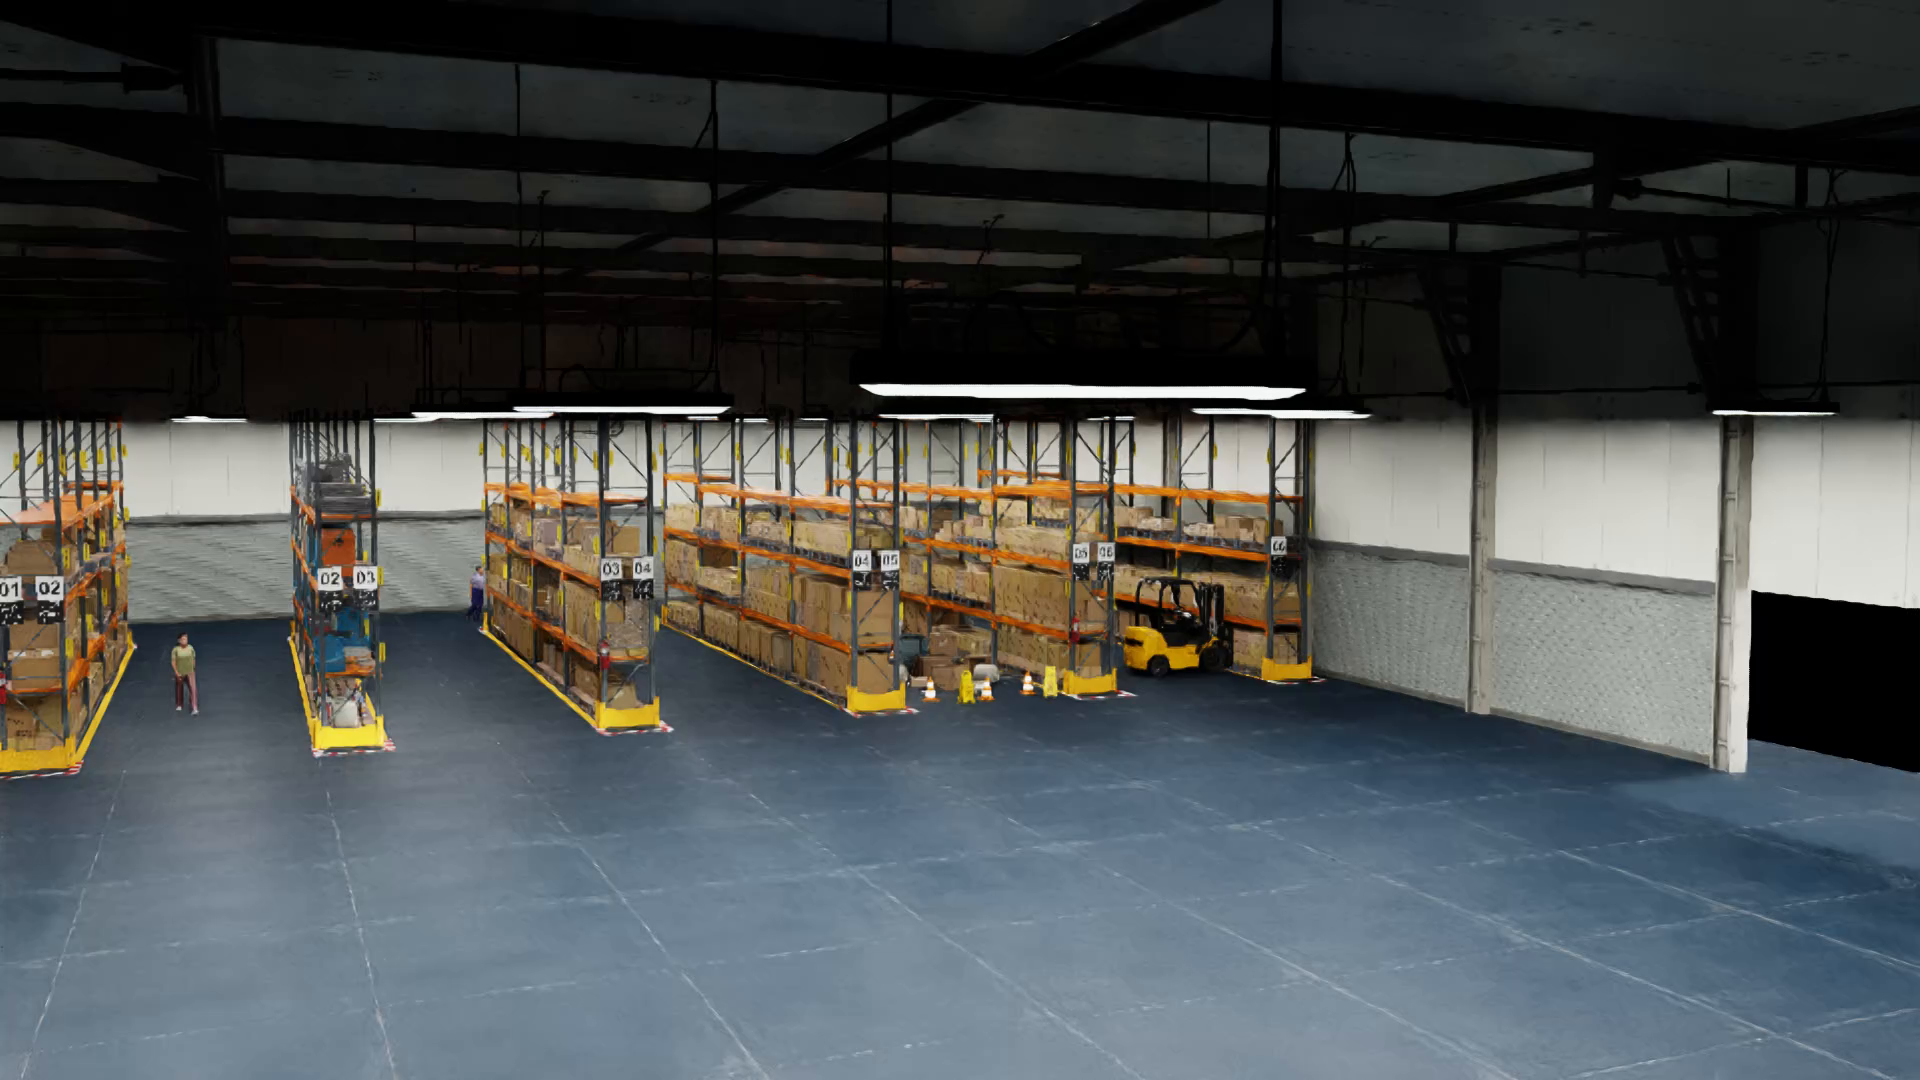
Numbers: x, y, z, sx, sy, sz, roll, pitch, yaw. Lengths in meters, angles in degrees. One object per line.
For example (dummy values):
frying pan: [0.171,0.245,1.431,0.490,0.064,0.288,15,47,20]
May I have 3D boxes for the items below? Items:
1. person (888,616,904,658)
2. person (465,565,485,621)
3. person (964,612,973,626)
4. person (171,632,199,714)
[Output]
person: [-1.596,2.090,39.931,0.553,1.650,0.599,0,4,5]
person: [-14.066,1.530,48.261,0.520,1.642,0.560,2,5,29]
person: [0.113,1.690,45.504,0.544,1.667,0.573,1,4,9]
person: [-15.281,2.613,32.739,0.445,1.605,1.017,-3,5,-32]
